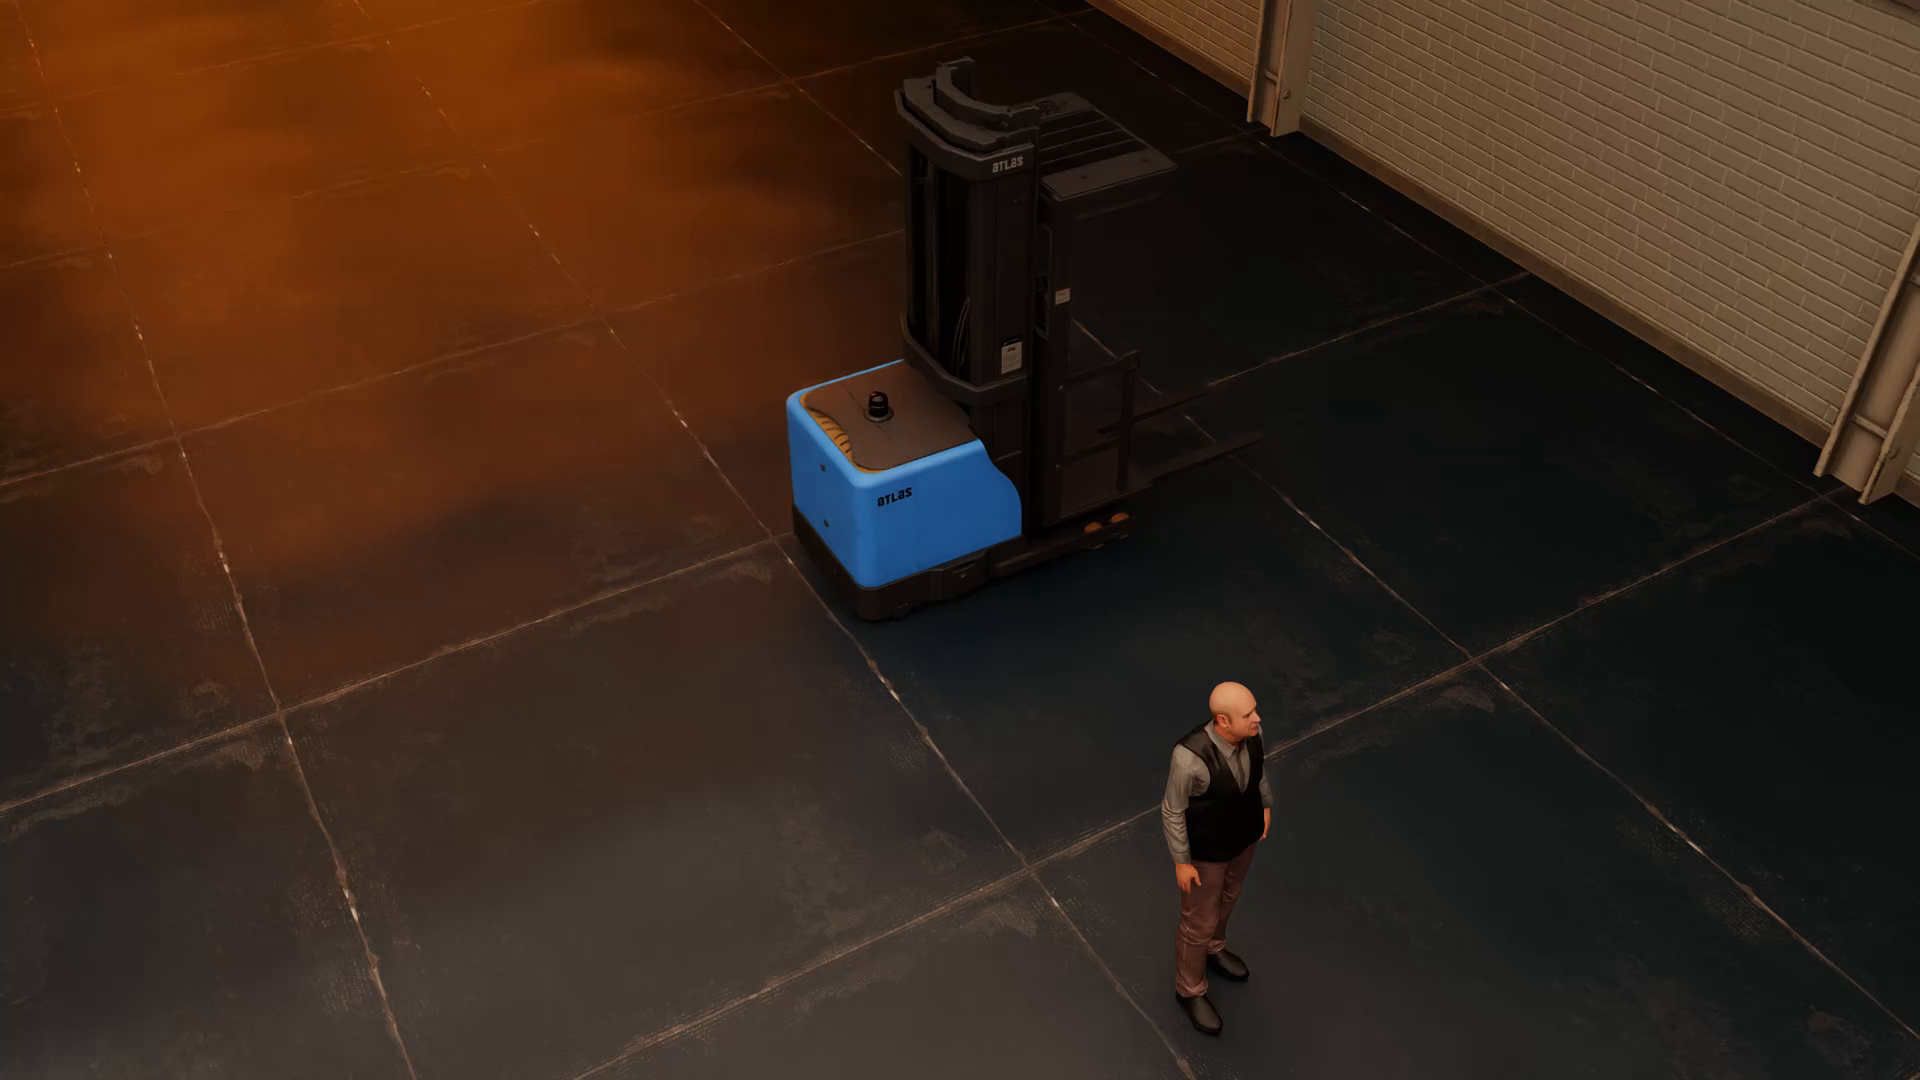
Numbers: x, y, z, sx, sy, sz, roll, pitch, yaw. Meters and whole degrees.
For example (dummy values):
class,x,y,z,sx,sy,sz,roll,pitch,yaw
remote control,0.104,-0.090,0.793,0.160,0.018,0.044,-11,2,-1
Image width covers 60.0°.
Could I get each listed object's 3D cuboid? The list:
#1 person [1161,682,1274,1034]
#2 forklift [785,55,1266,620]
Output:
class,x,y,z,sx,sy,sz,roll,pitch,yaw
person,1.187,1.353,7.341,0.632,1.720,0.569,-30,48,-31
forklift,0.507,-1.347,9.660,3.031,2.935,1.130,-20,44,-22
